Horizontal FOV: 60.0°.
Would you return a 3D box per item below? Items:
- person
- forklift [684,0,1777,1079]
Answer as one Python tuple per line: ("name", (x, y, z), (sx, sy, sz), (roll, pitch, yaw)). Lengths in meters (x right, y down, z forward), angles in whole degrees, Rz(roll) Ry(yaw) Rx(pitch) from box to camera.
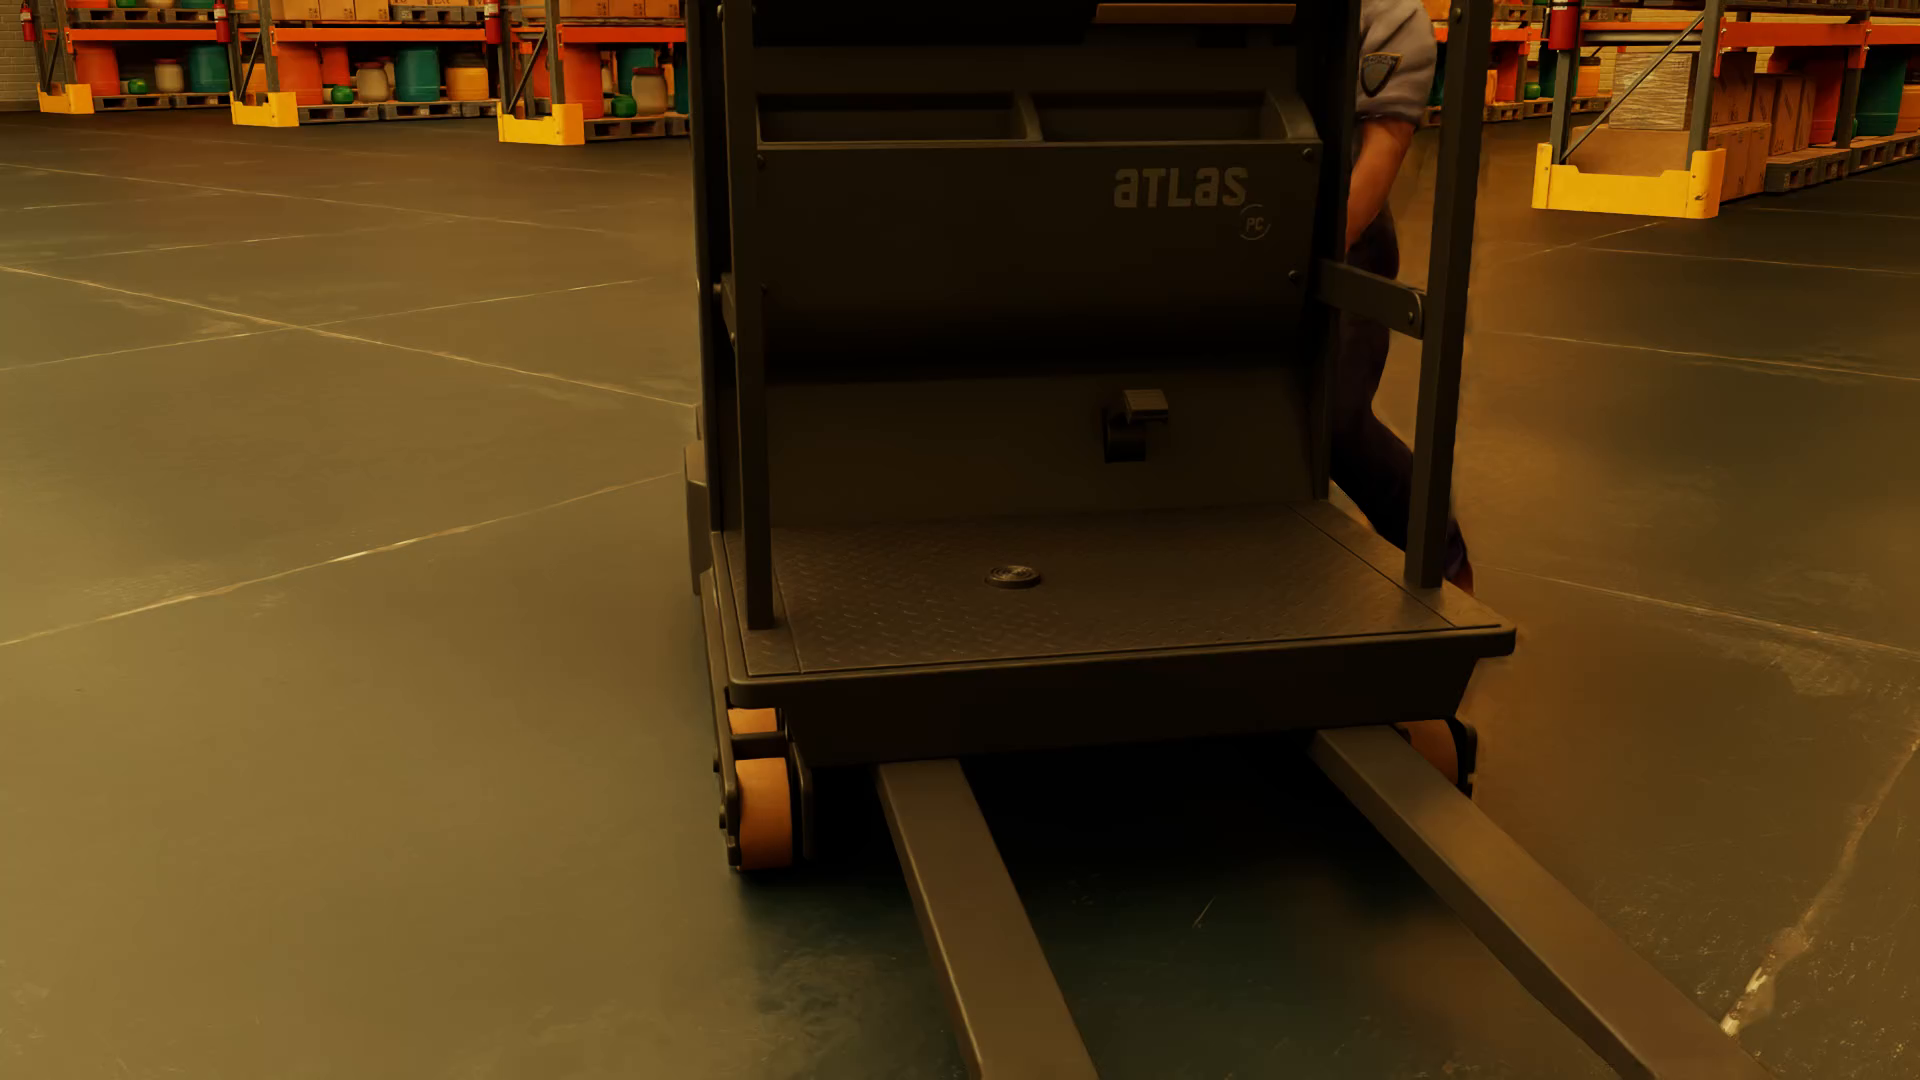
("person", (0.689, -0.606, 3.396), (0.569, 1.552, 0.964), (-7, 18, -21))
("forklift", (0.157, -1.042, 2.330), (1.130, 2.935, 3.031), (-3, 17, -10))
